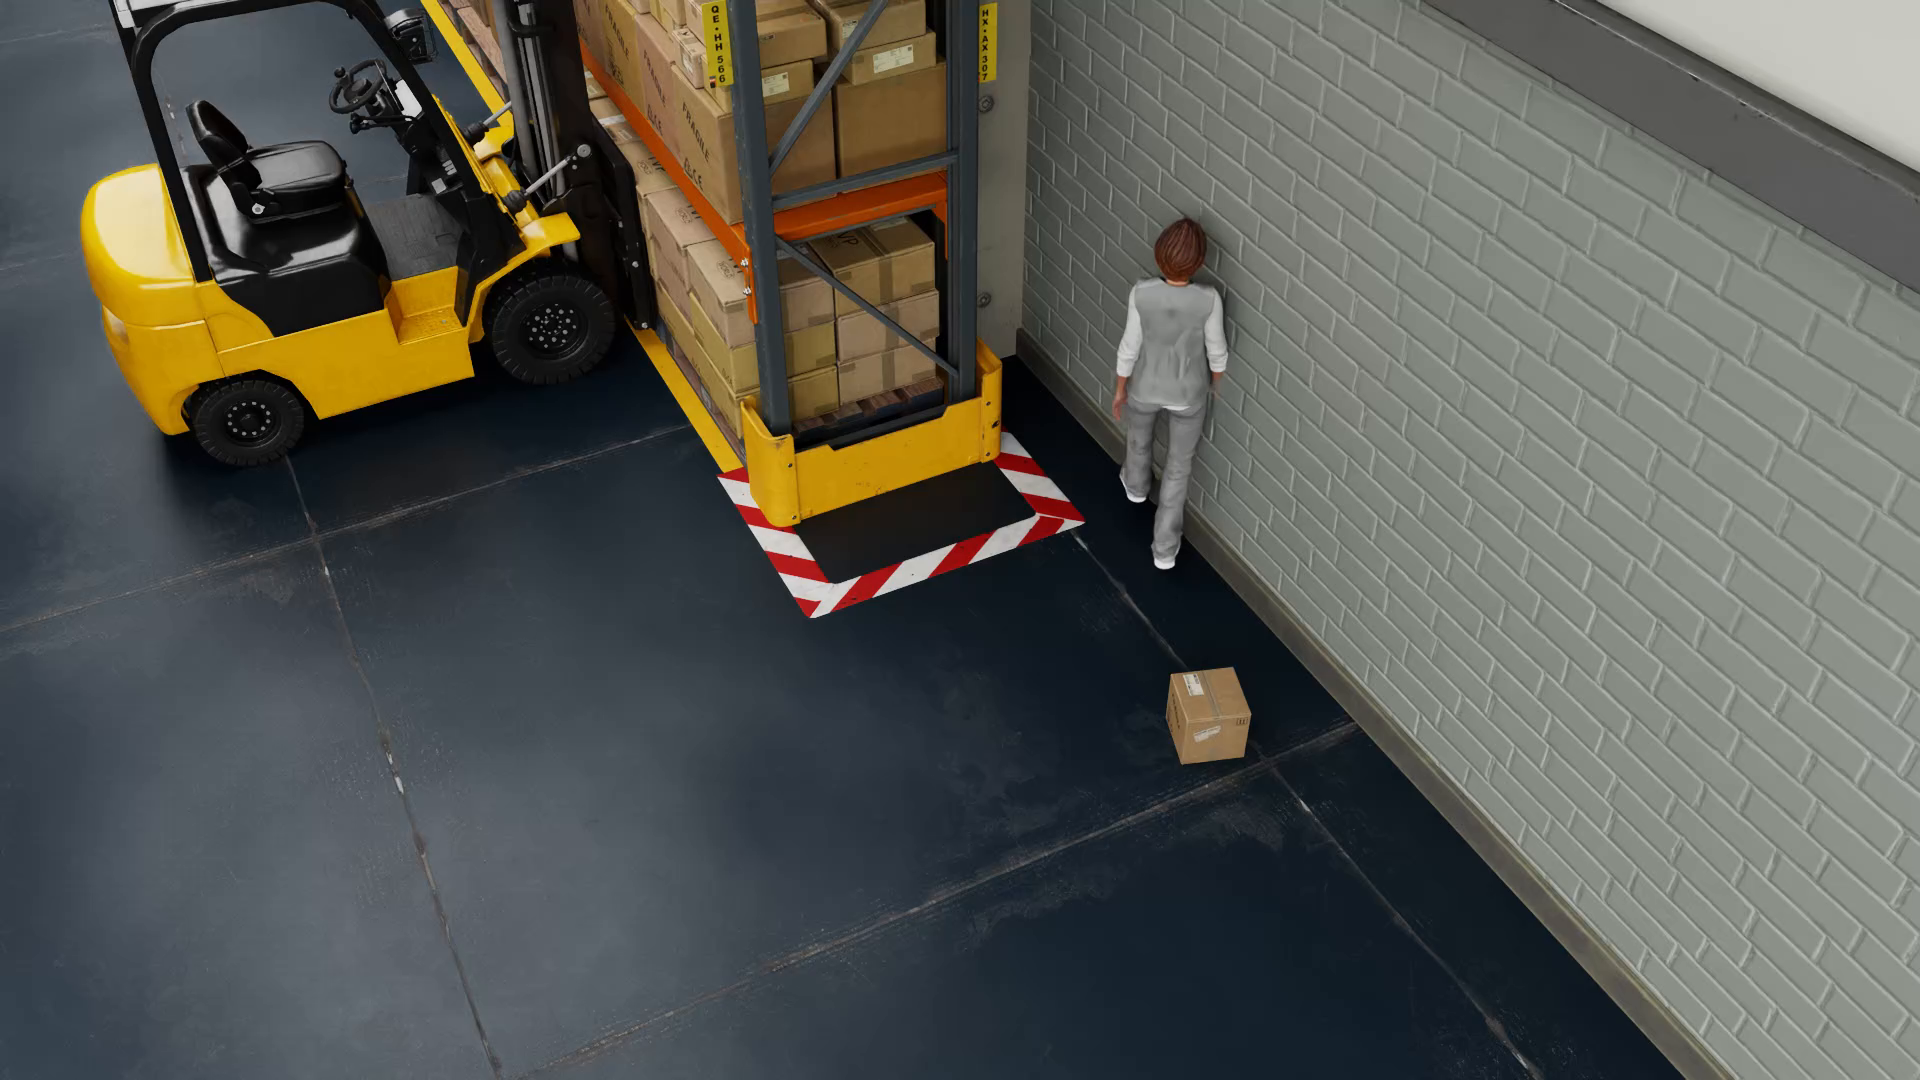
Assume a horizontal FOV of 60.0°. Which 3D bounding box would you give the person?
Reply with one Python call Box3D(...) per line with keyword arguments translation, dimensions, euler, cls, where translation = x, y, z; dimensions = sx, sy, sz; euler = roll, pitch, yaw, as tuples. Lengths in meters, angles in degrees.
Box3D(translation=(0.874, -0.661, 6.898), dimensions=(0.445, 1.563, 0.718), euler=(8, 42, 8), cls="person")
